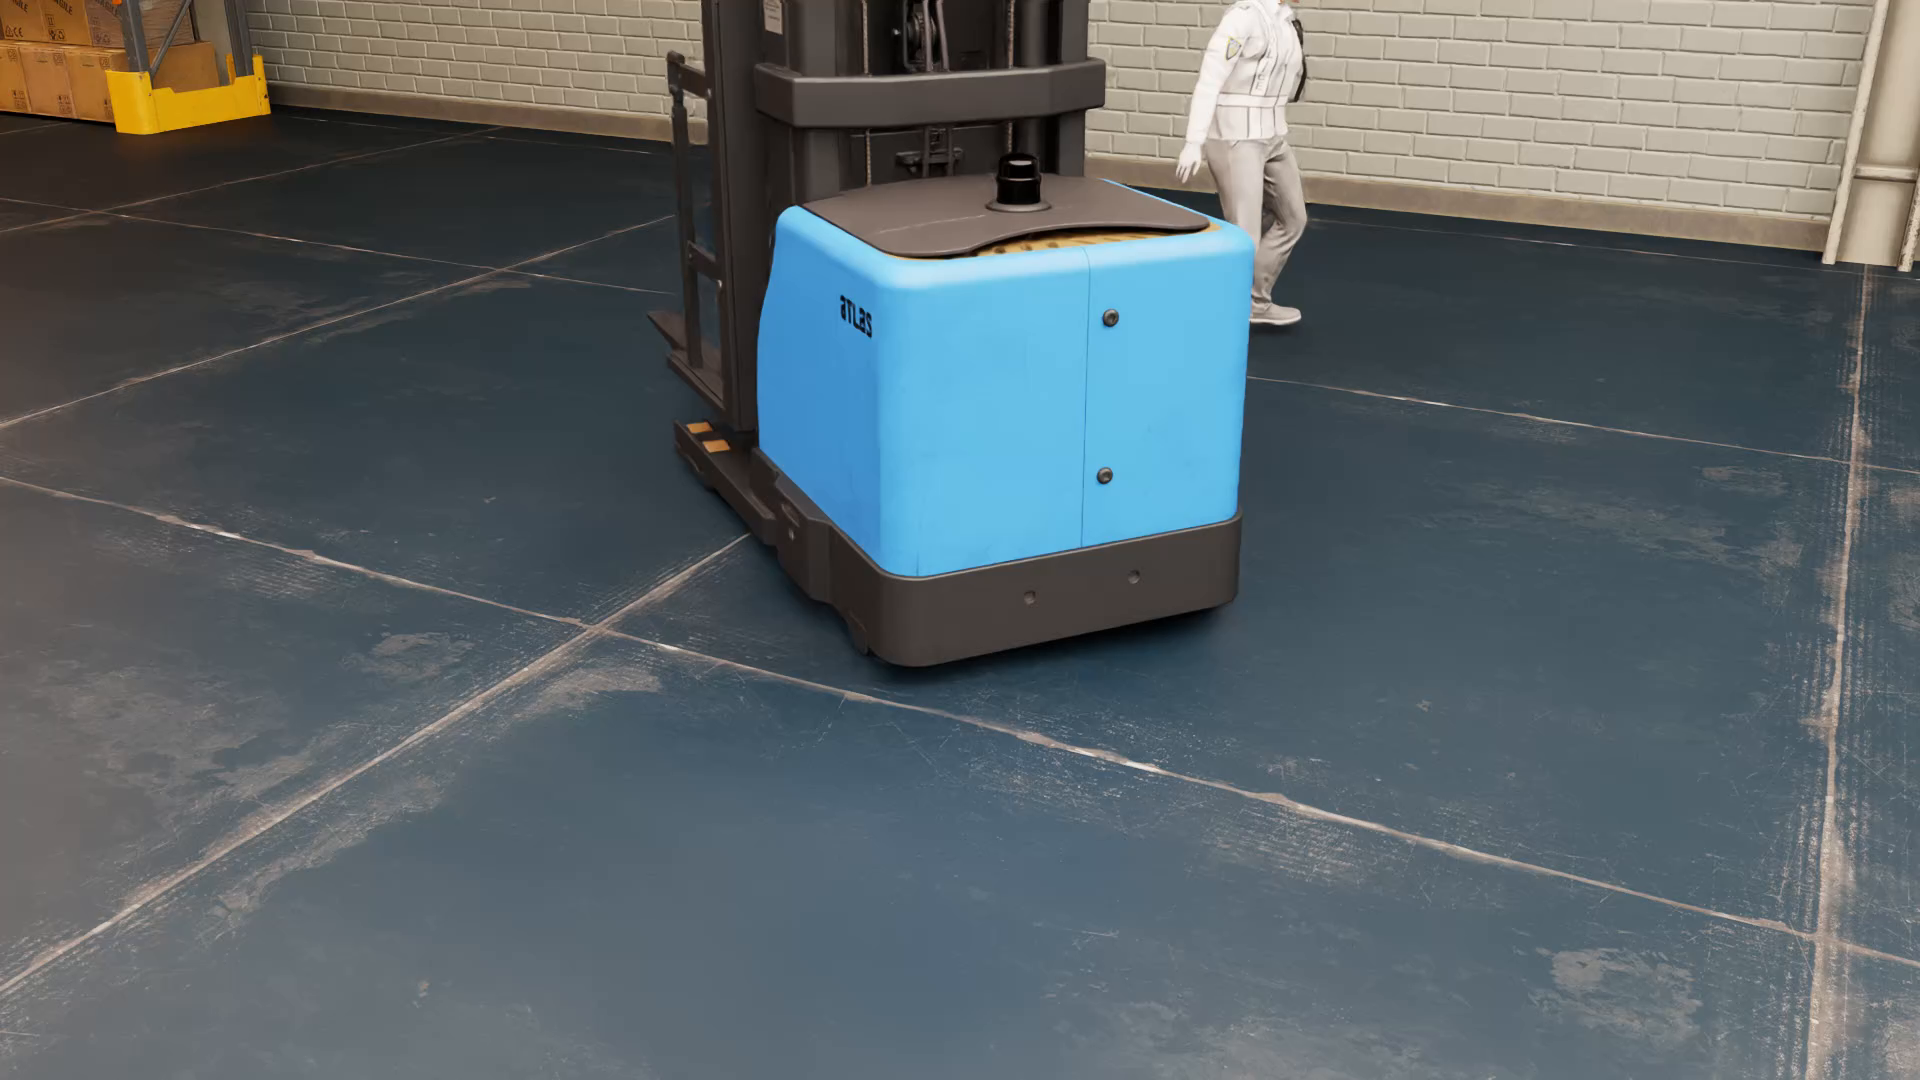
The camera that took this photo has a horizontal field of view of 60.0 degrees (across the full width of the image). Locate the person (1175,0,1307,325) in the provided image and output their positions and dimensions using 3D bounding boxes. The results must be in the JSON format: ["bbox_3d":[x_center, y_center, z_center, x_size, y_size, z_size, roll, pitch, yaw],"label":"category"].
[{"bbox_3d":[1.144,-1.595,6.678,0.422,1.602,0.794,16,28,34],"label":"person"}]

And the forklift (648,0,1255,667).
[{"bbox_3d":[-0.314,-1.575,5.028,1.130,2.935,3.031,-10,25,-22],"label":"forklift"}]
